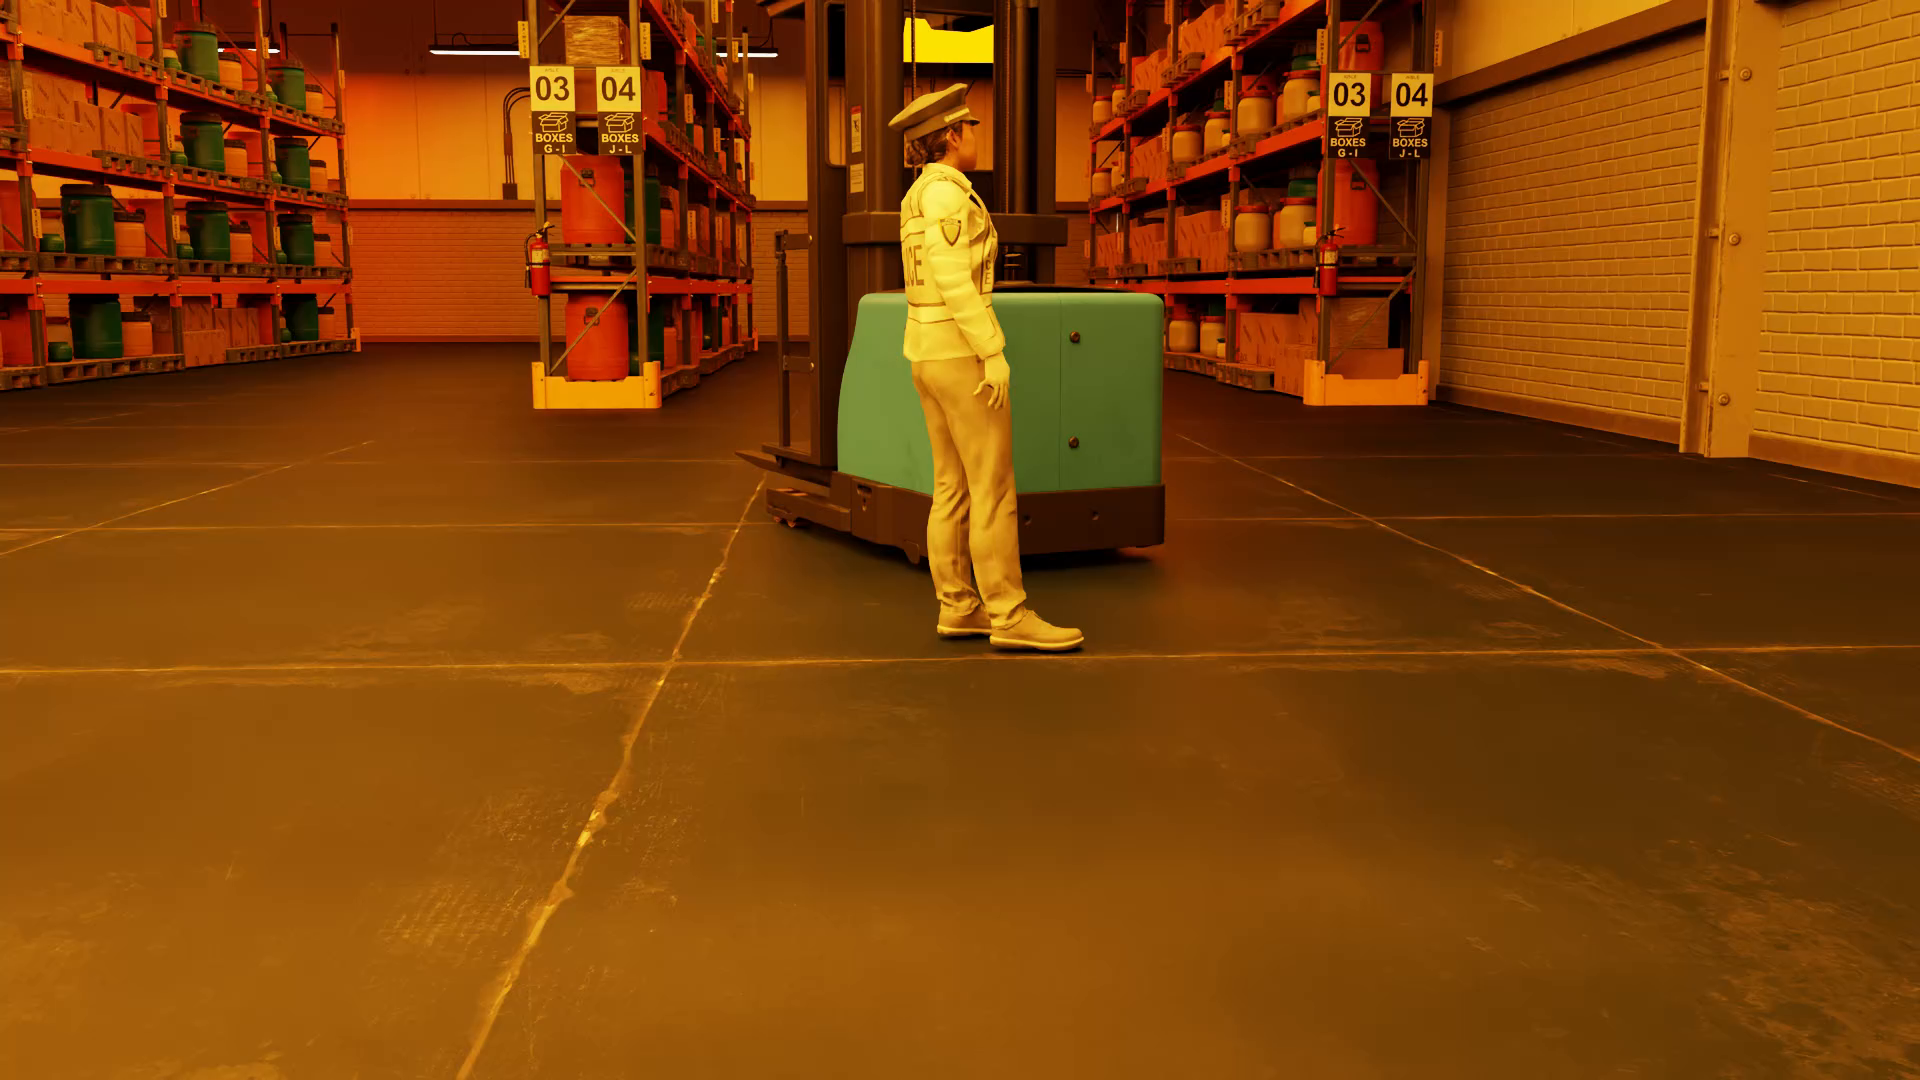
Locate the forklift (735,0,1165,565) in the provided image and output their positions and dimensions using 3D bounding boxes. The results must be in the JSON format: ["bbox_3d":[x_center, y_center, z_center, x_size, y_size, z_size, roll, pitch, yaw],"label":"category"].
[{"bbox_3d":[-0.264,-1.530,7.637,1.130,2.935,3.031,-4,9,-25],"label":"forklift"}]

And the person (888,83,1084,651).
[{"bbox_3d":[0.061,-0.537,5.111,0.530,1.693,0.588,-2,9,-14],"label":"person"}]
